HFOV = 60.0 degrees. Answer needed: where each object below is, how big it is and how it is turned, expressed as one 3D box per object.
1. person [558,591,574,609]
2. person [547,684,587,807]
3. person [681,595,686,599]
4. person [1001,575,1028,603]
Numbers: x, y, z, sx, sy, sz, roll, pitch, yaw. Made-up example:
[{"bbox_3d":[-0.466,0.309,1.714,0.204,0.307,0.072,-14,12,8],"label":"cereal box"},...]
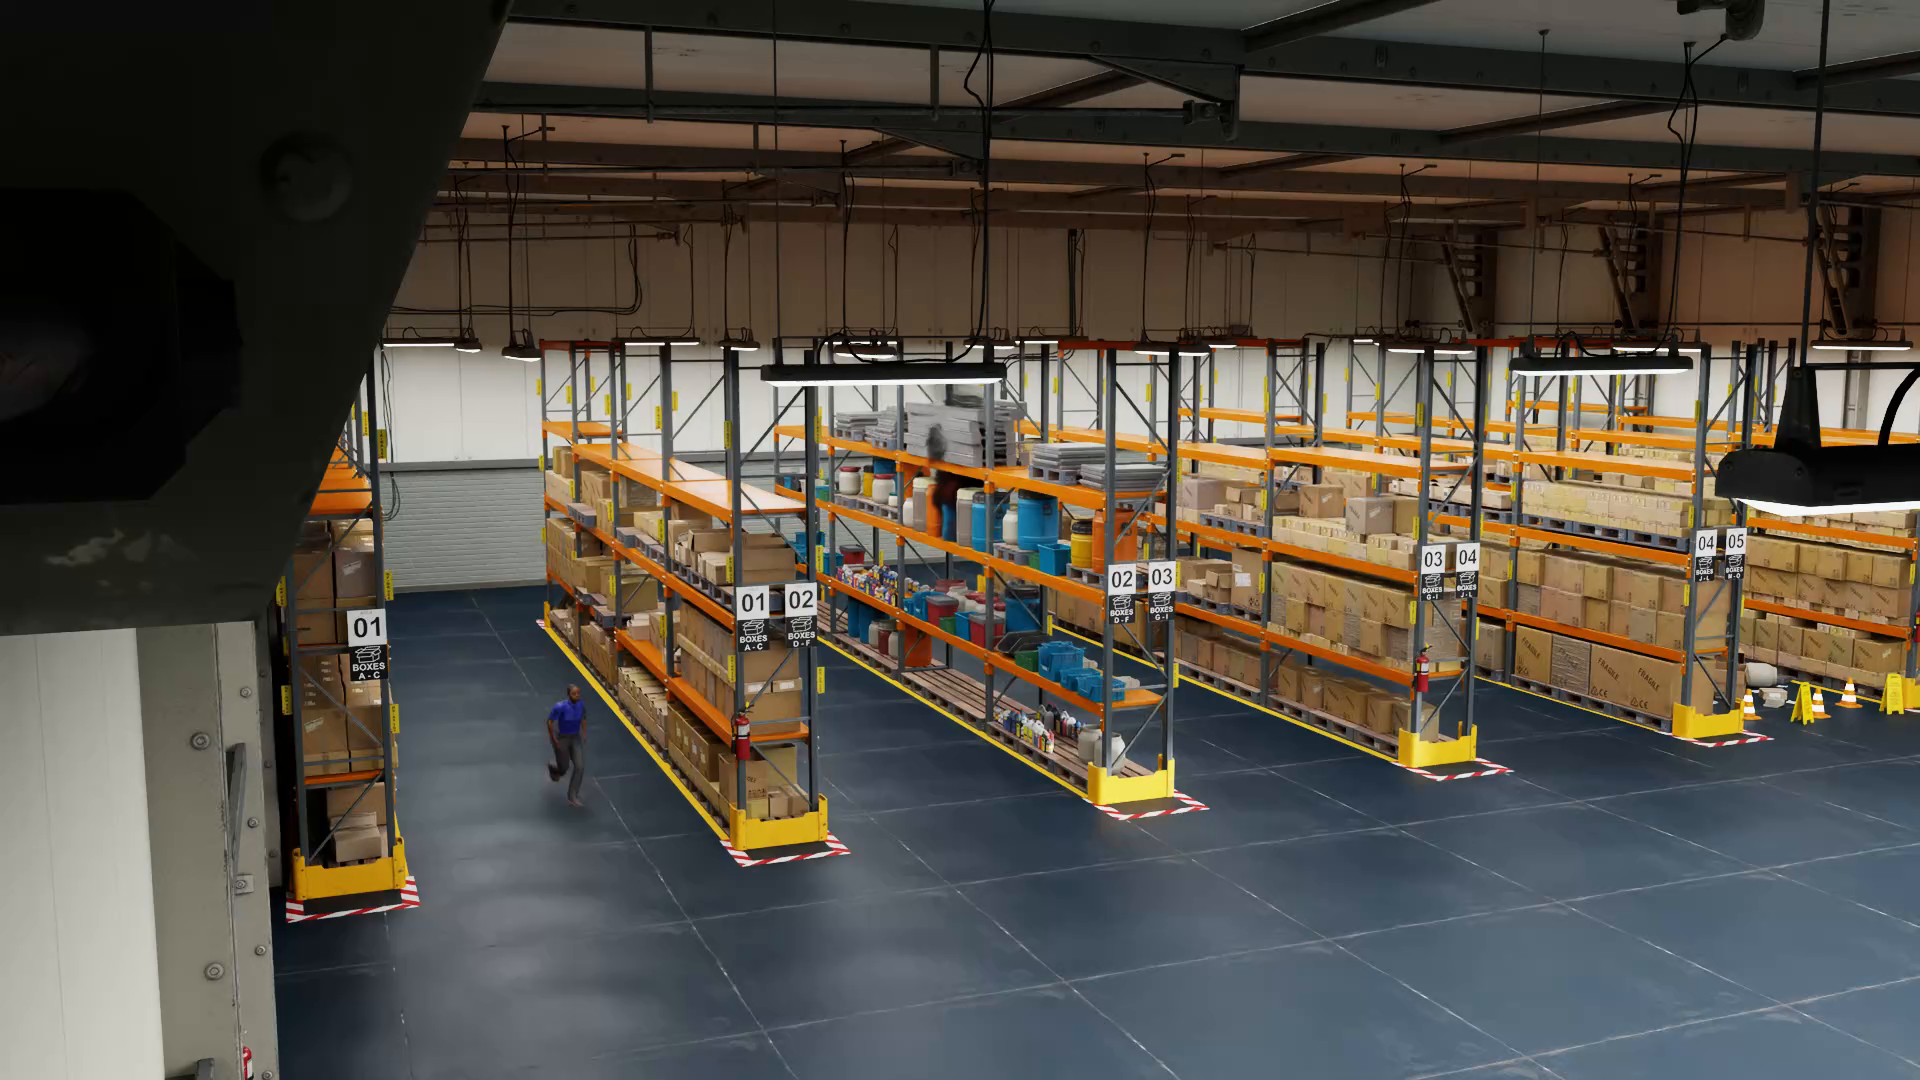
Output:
[{"bbox_3d":[-8.404,0.784,36.089,0.756,1.791,0.709,-1,7,-4],"label":"person"},{"bbox_3d":[-5.234,2.694,22.120,0.584,1.641,0.814,-6,10,-40],"label":"person"},{"bbox_3d":[-5.768,0.937,34.921,0.671,1.750,0.911,-4,8,-27],"label":"person"},{"bbox_3d":[1.095,1.275,31.250,0.660,1.544,0.722,-5,9,-35],"label":"person"}]
